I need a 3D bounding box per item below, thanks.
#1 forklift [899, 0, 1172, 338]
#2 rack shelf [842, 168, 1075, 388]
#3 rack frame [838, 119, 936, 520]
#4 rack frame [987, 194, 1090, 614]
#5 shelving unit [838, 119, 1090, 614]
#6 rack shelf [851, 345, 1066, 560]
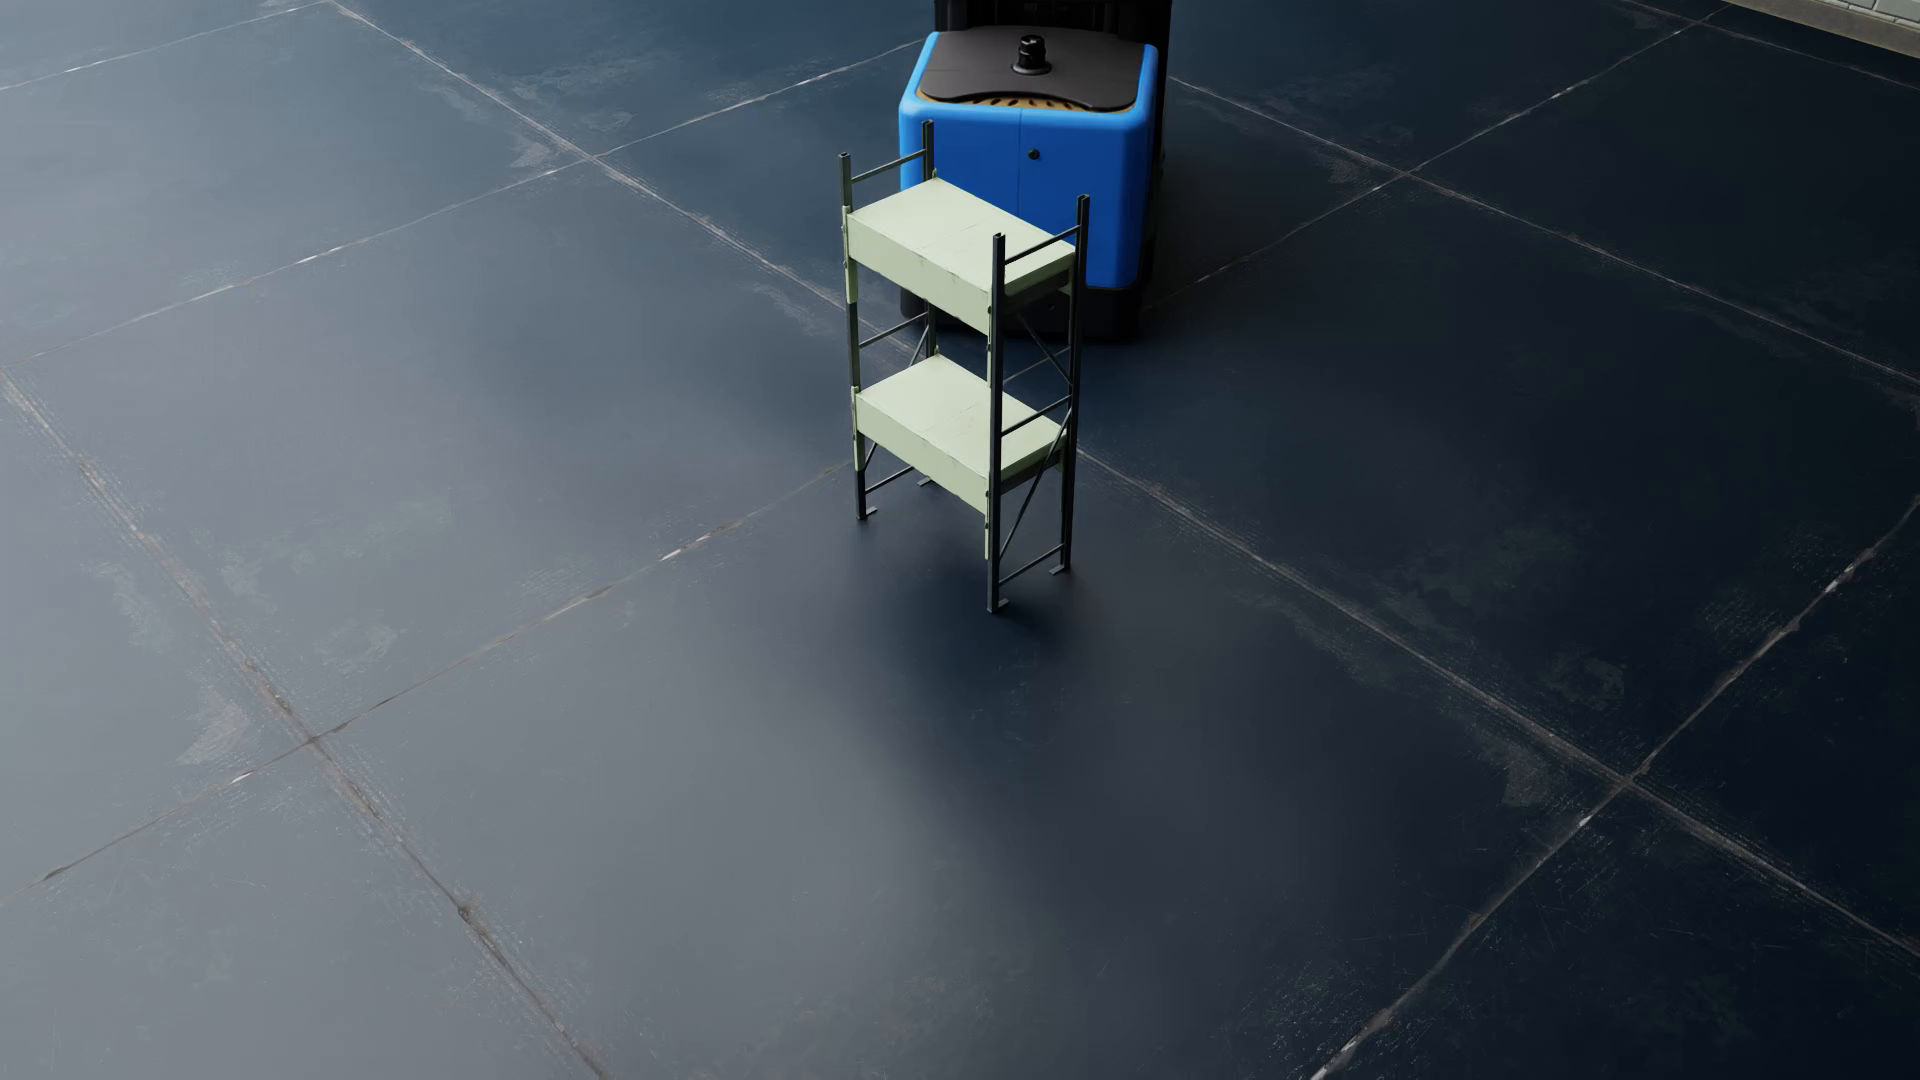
[{"bbox_3d":[0.463,-2.942,7.561,1.130,2.935,3.031,5,39,7],"label":"forklift"},{"bbox_3d":[0.005,-0.884,5.530,0.431,0.370,0.720,-30,48,-32],"label":"rack shelf"},{"bbox_3d":[-0.243,-0.750,5.985,0.400,1.500,0.023,-30,48,-32],"label":"rack frame"},{"bbox_3d":[0.252,-0.411,5.565,0.400,1.500,0.023,-30,48,-32],"label":"rack frame"},{"bbox_3d":[0.005,-0.580,5.775,0.431,1.500,0.755,-30,48,-32],"label":"shelving unit"},{"bbox_3d":[0.005,-0.327,5.980,0.431,0.370,0.720,-30,48,-32],"label":"rack shelf"}]
